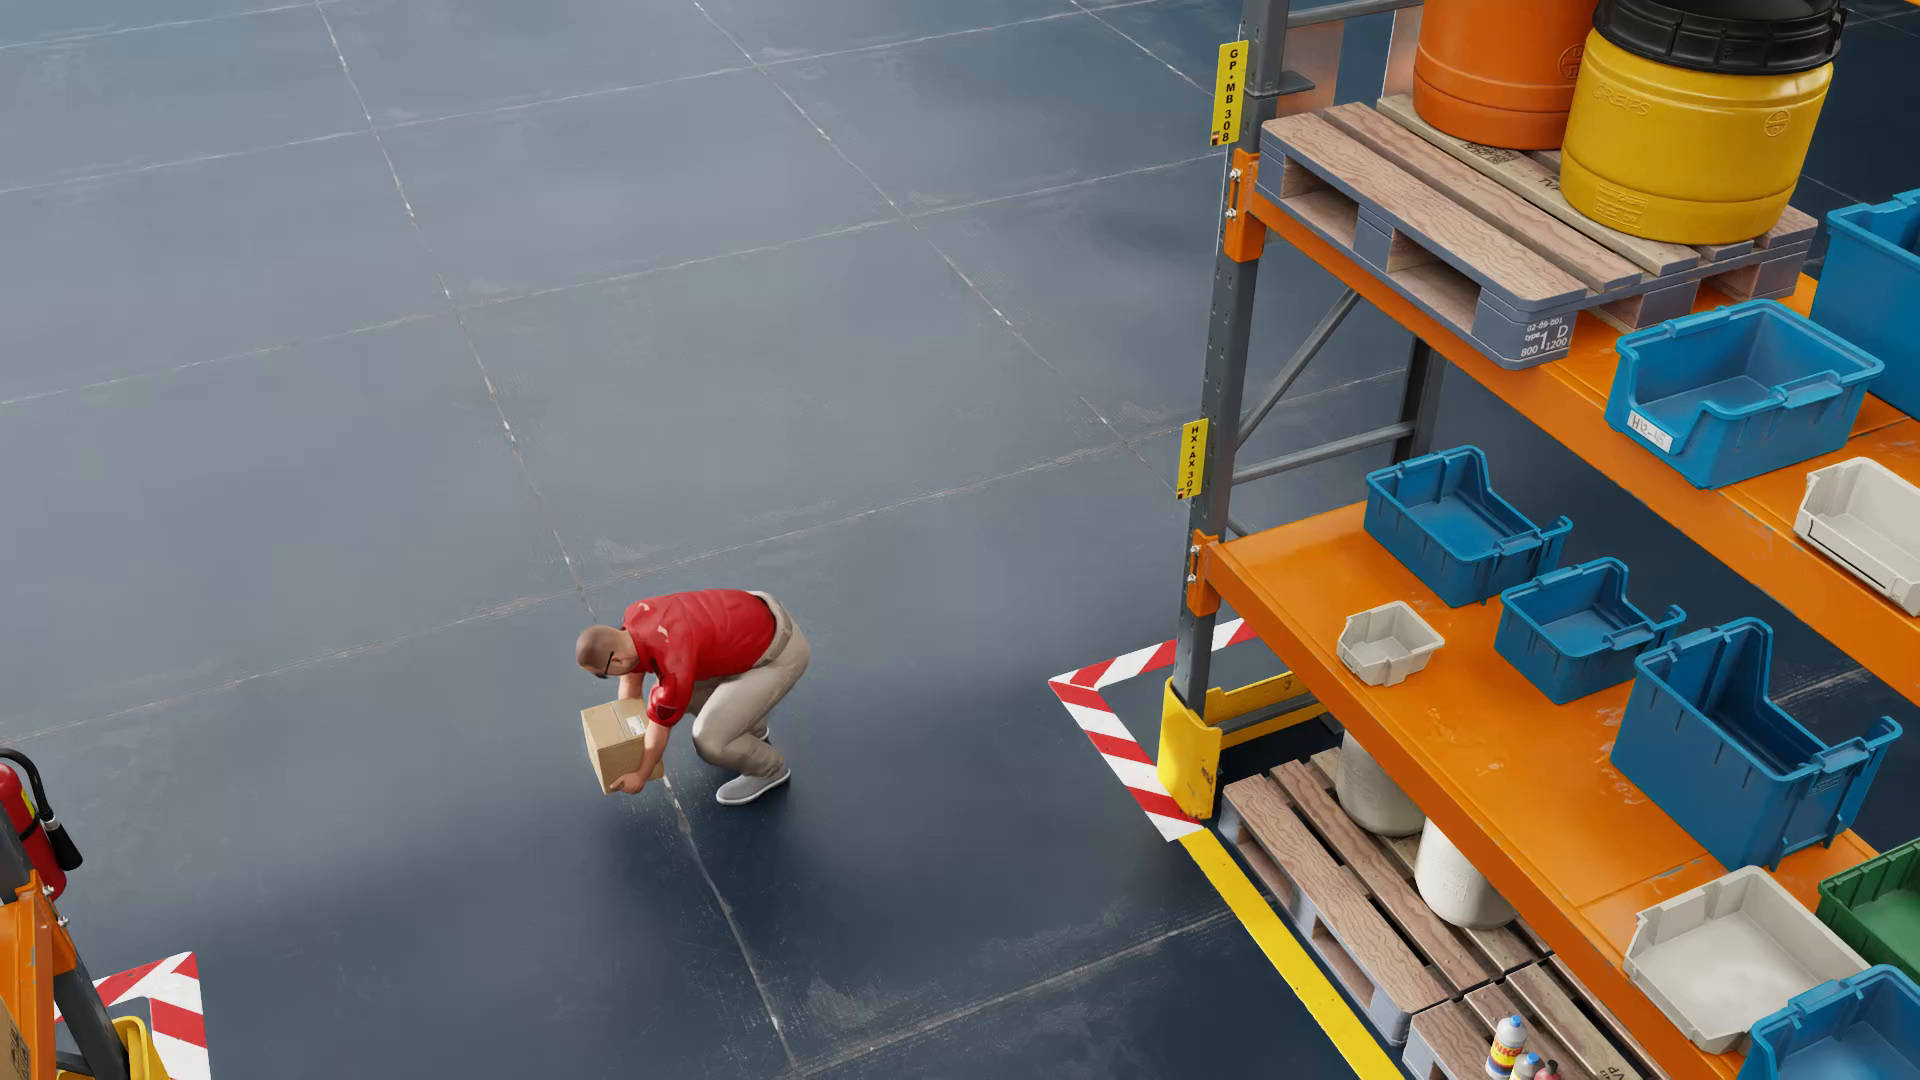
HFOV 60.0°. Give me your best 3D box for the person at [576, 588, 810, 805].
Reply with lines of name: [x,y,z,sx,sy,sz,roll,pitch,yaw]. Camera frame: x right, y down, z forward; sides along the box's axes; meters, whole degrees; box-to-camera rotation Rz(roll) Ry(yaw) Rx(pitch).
person: [-1.050,0.610,6.687,0.918,0.980,0.542,-17,40,-21]
